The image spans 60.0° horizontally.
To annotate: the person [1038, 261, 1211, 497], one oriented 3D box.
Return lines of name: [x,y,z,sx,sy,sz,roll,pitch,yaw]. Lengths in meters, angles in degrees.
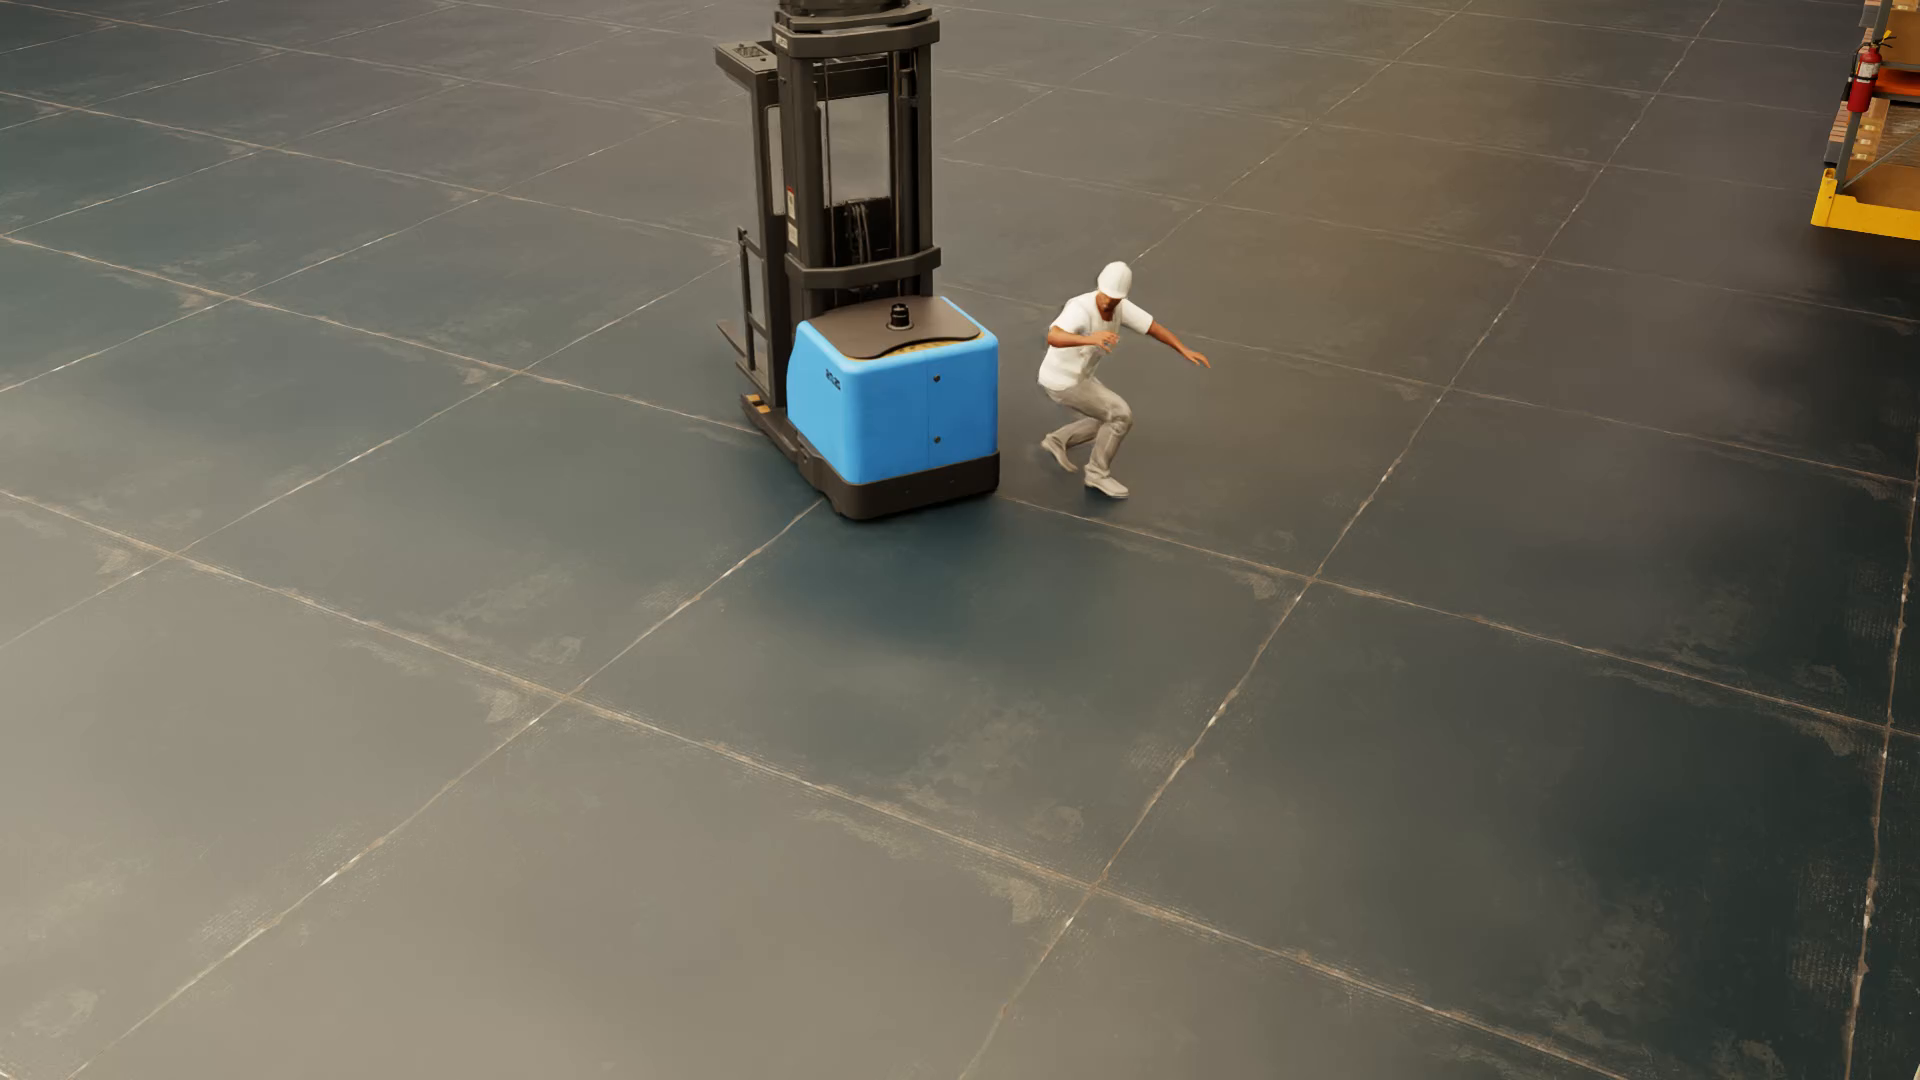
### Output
person: [0.984,-0.980,10.227,1.035,1.474,0.819,9,31,15]

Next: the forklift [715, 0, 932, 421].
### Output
forklift: [-0.849,-2.108,10.722,1.121,2.935,3.031,-14,33,-22]
